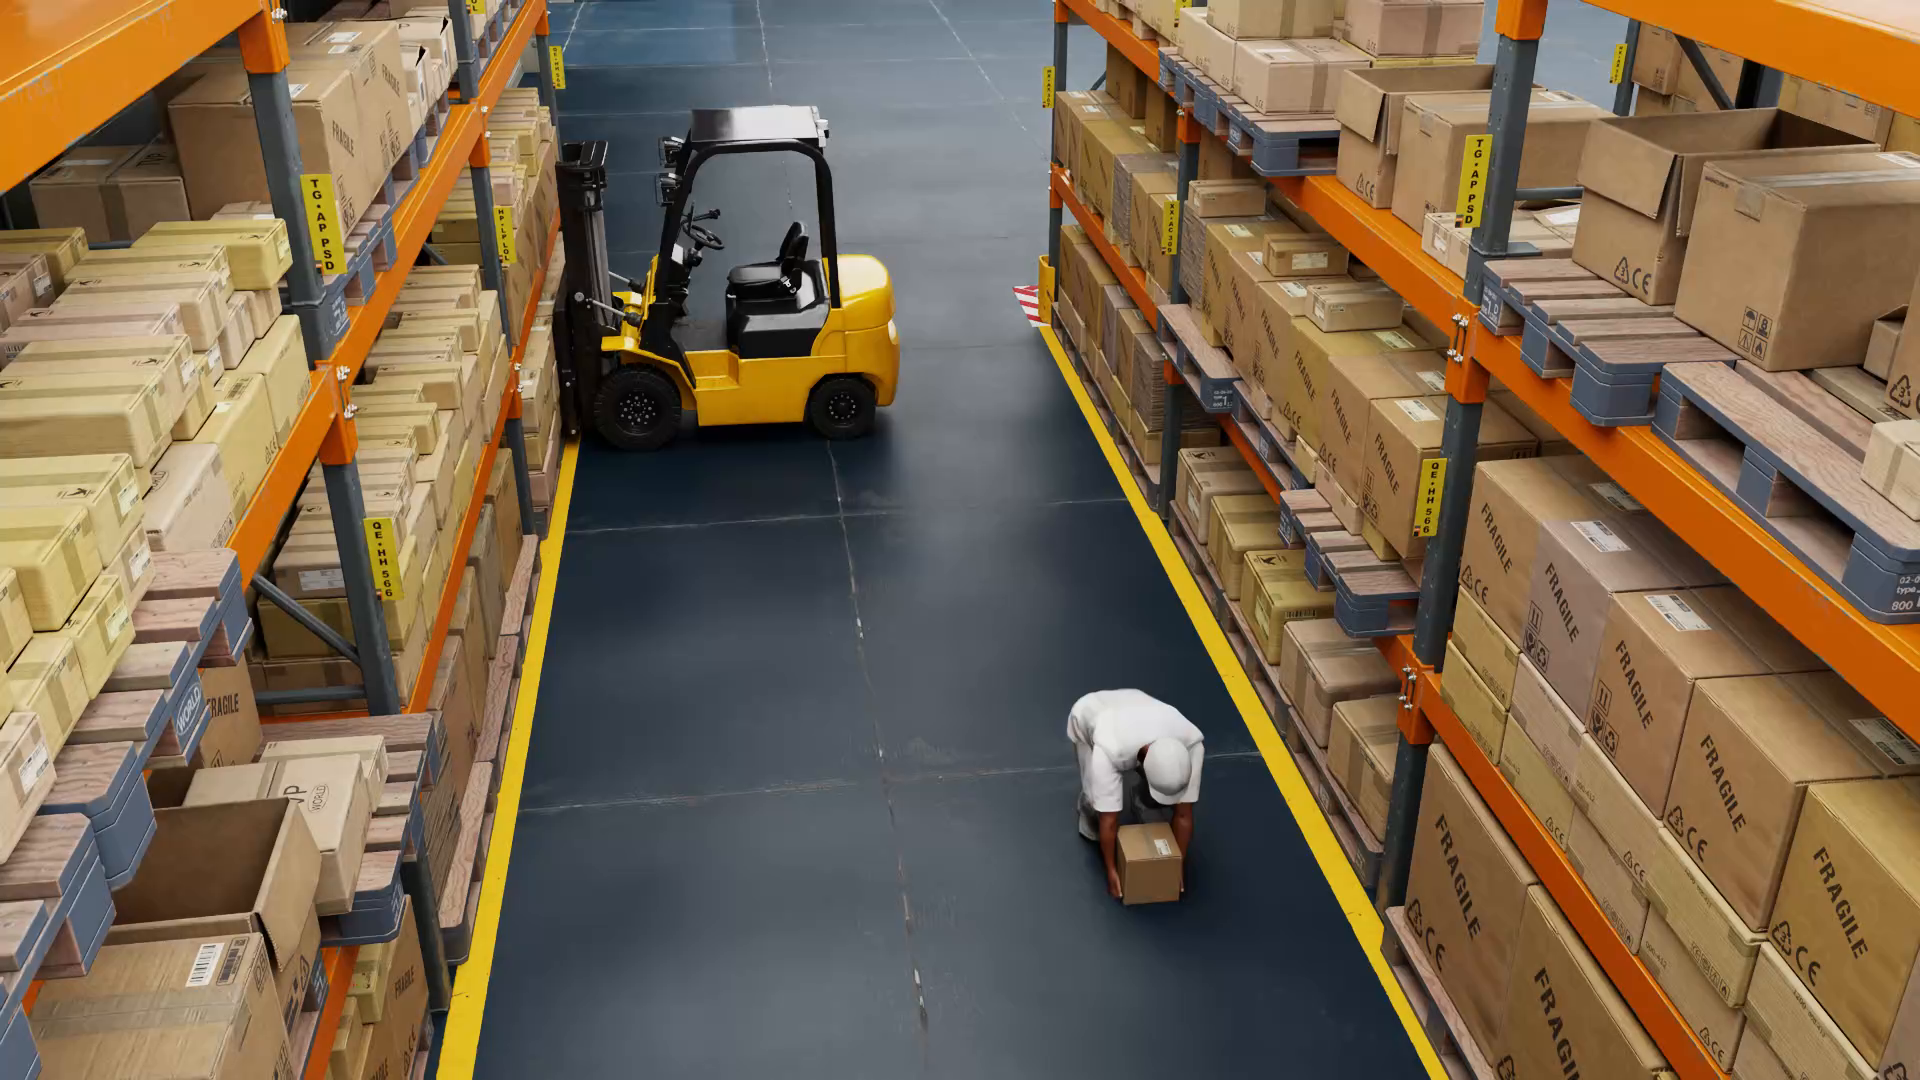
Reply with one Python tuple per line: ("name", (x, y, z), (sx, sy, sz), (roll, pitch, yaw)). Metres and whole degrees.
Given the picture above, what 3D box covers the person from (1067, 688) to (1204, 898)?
("person", (0.812, 1.089, 7.594), (0.533, 0.859, 0.944), (-5, 27, -9))
